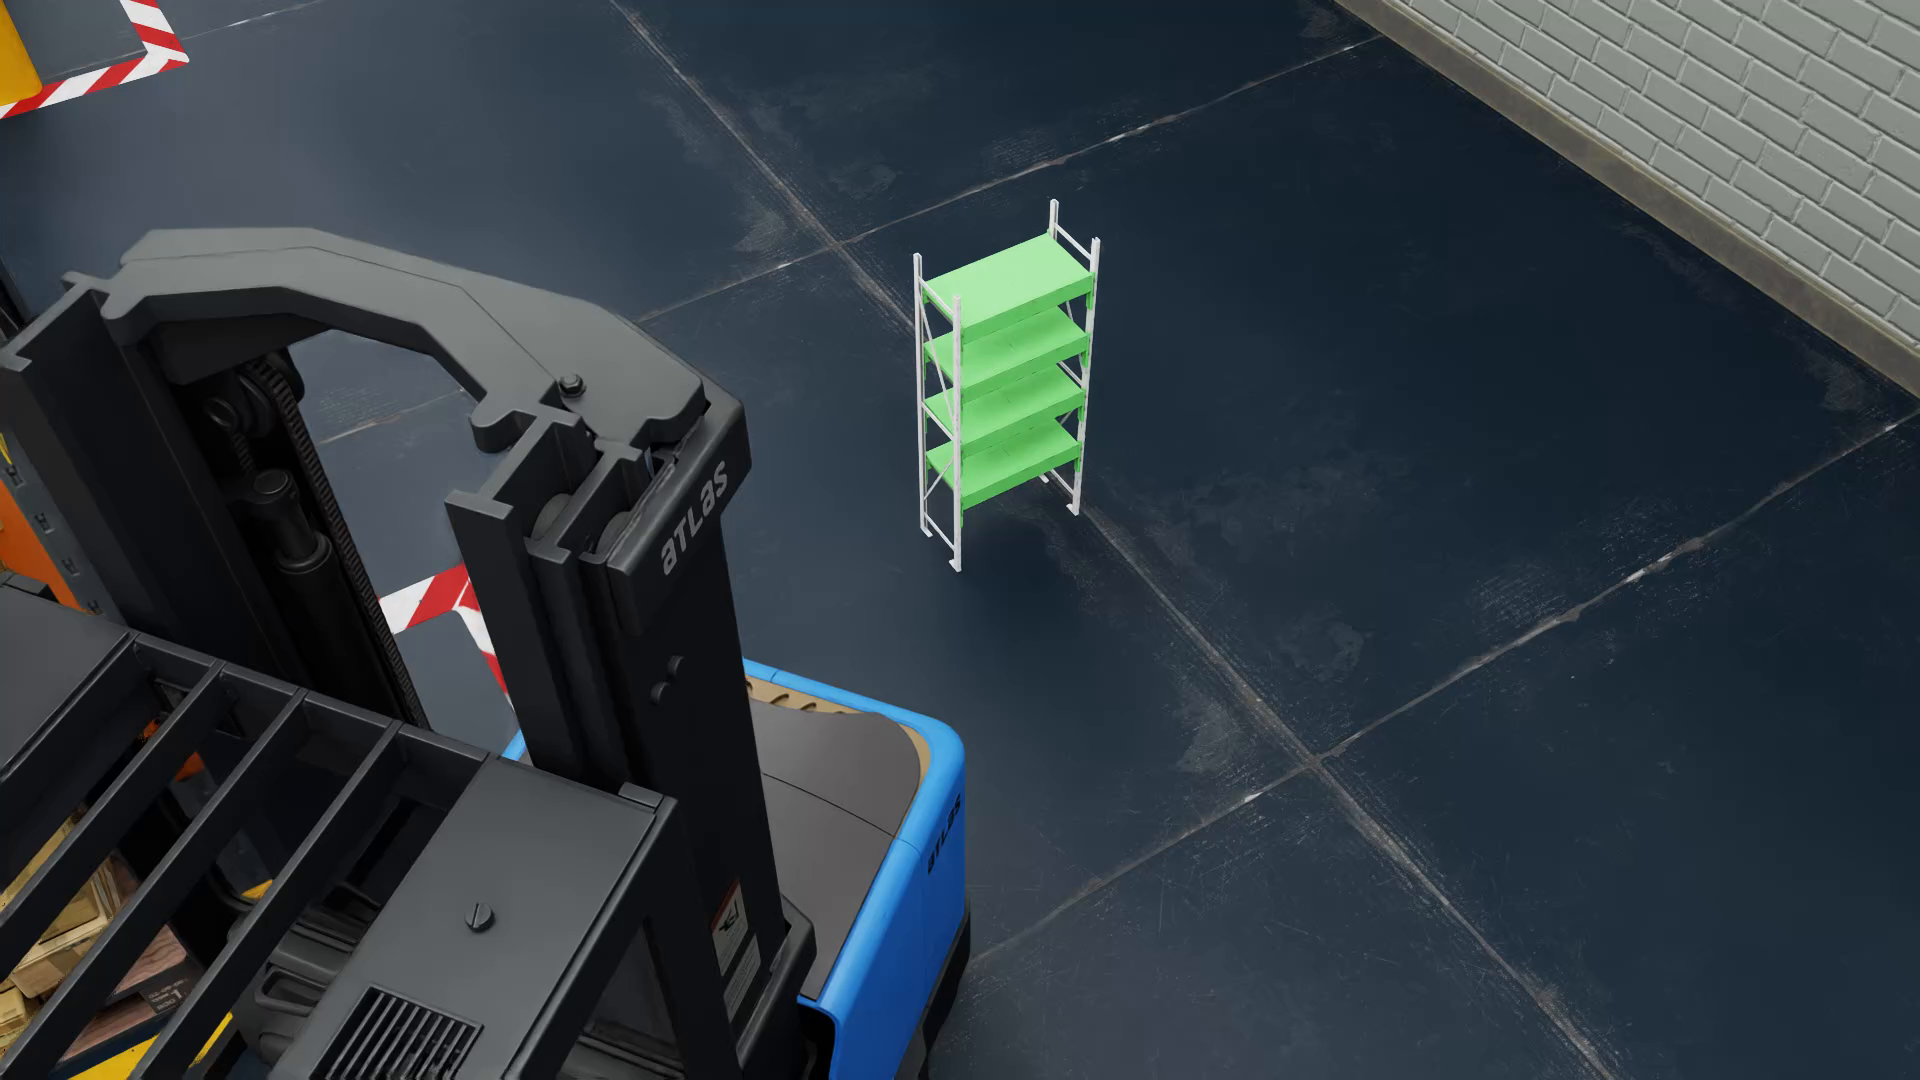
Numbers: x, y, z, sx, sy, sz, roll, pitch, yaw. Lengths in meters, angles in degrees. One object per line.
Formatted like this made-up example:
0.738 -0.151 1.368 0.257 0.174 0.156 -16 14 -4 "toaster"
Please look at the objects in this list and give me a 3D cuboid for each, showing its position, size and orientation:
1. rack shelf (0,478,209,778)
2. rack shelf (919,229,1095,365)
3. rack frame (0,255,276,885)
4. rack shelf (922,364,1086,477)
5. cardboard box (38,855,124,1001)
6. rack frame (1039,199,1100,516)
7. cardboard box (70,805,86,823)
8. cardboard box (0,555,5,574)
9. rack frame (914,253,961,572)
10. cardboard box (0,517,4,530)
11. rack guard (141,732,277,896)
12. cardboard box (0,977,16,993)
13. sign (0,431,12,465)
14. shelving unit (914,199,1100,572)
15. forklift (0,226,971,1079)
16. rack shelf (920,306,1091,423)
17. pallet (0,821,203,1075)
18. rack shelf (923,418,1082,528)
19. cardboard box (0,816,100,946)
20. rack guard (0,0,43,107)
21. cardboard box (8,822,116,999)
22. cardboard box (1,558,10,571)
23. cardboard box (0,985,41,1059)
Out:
-3.763 0.889 3.431 4.000 0.370 1.077 -25 53 -21 "rack shelf"
0.140 -0.742 5.050 0.480 0.148 0.258 -25 53 -21 "rack shelf"
-2.072 -0.147 3.872 0.127 3.000 1.000 -25 53 -21 "rack frame"
0.140 -0.422 5.408 0.480 0.148 0.258 -25 53 -21 "rack shelf"
-2.406 1.003 4.476 0.250 0.149 0.380 -24 53 -20 "cardboard box"
0.346 -0.562 5.447 0.015 1.200 0.240 -25 53 -21 "rack frame"
-2.686 0.668 4.774 0.250 0.149 0.380 -24 53 -20 "cardboard box"
-2.314 0.062 3.420 0.500 0.500 0.500 -24 53 -20 "cardboard box"
-0.066 -0.368 5.274 0.015 1.200 0.240 -25 53 -21 "rack frame"
-2.520 -0.141 4.036 0.250 0.149 0.380 -26 53 -21 "cardboard box"
-2.136 0.715 4.779 0.348 0.500 1.175 -25 53 -21 "rack guard"
-2.616 1.023 4.259 0.250 0.149 0.380 -26 53 -22 "cardboard box"
-1.792 -0.279 3.003 0.005 0.325 0.100 -25 53 -21 "sign"
0.140 -0.465 5.361 0.503 1.200 0.258 -25 53 -21 "shelving unit"
-0.975 1.083 2.823 1.130 2.935 3.031 16 50 14 "forklift"
0.140 -0.582 5.229 0.480 0.148 0.258 -25 53 -21 "rack shelf"
-2.842 1.112 4.618 1.213 0.211 1.003 -25 53 -21 "pallet"
0.140 -0.263 5.588 0.480 0.148 0.258 -25 53 -21 "rack shelf"
-2.384 0.835 4.228 0.250 0.149 0.380 -25 53 -20 "cardboard box"
-4.612 -2.498 7.640 0.348 0.500 1.175 -25 53 -21 "rack guard"
-2.366 0.953 4.321 0.250 0.149 0.380 -27 53 -22 "cardboard box"
-2.197 0.245 3.691 0.250 0.149 0.380 -25 53 -21 "cardboard box"
-2.569 1.169 4.328 0.250 0.149 0.380 -24 52 -20 "cardboard box"
